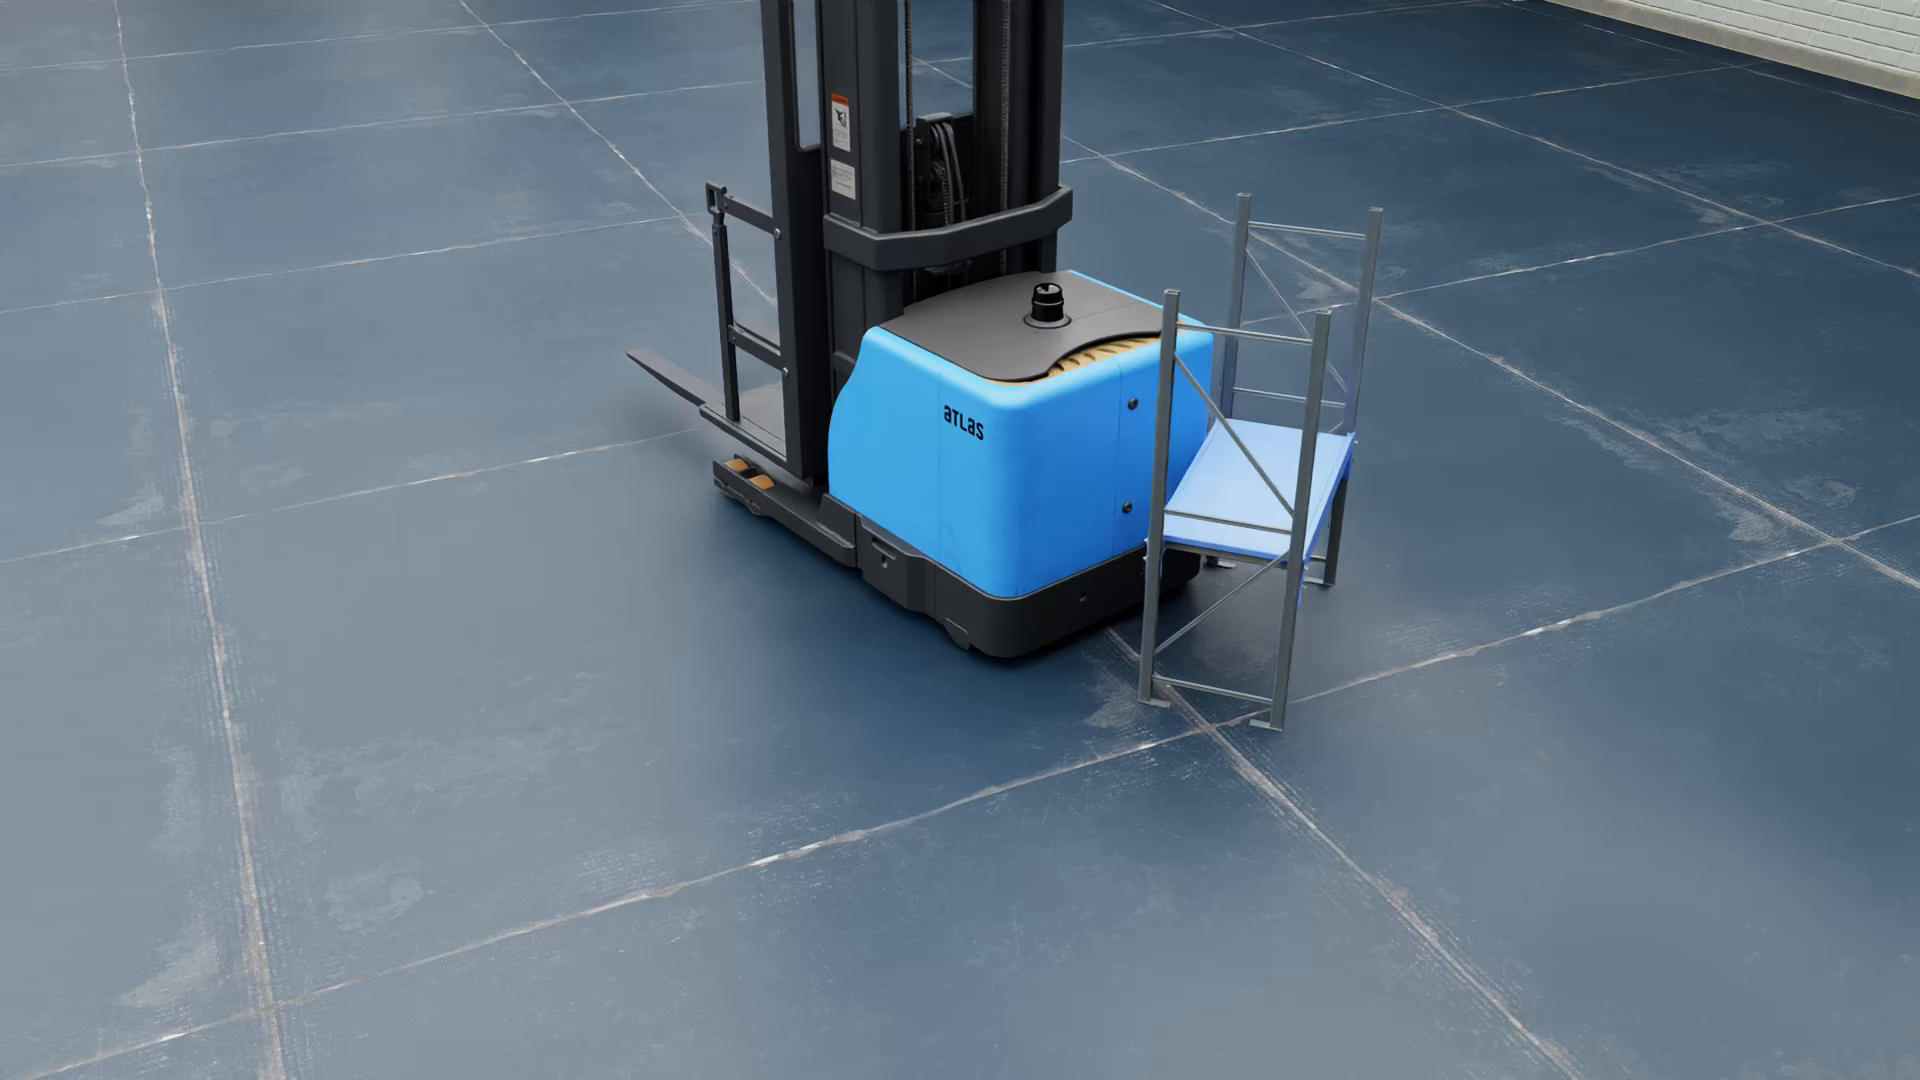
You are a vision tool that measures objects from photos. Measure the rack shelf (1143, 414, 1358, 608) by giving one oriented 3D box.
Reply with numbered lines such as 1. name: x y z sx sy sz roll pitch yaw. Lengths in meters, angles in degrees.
1. rack shelf: 1.034 -0.131 5.819 0.538 0.185 1.000 11 31 18

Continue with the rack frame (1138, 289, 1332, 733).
1. rack frame: 0.854 -0.056 5.316 0.500 1.500 0.032 11 31 18

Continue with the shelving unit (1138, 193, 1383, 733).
1. shelving unit: 1.034 -0.288 5.731 0.538 1.500 1.048 11 31 18

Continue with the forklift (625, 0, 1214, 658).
1. forklift: -0.390 -1.517 6.458 1.130 2.935 3.031 -21 36 -33

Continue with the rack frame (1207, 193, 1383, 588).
1. rack frame: 1.215 -0.521 6.145 0.500 1.500 0.032 11 31 18
